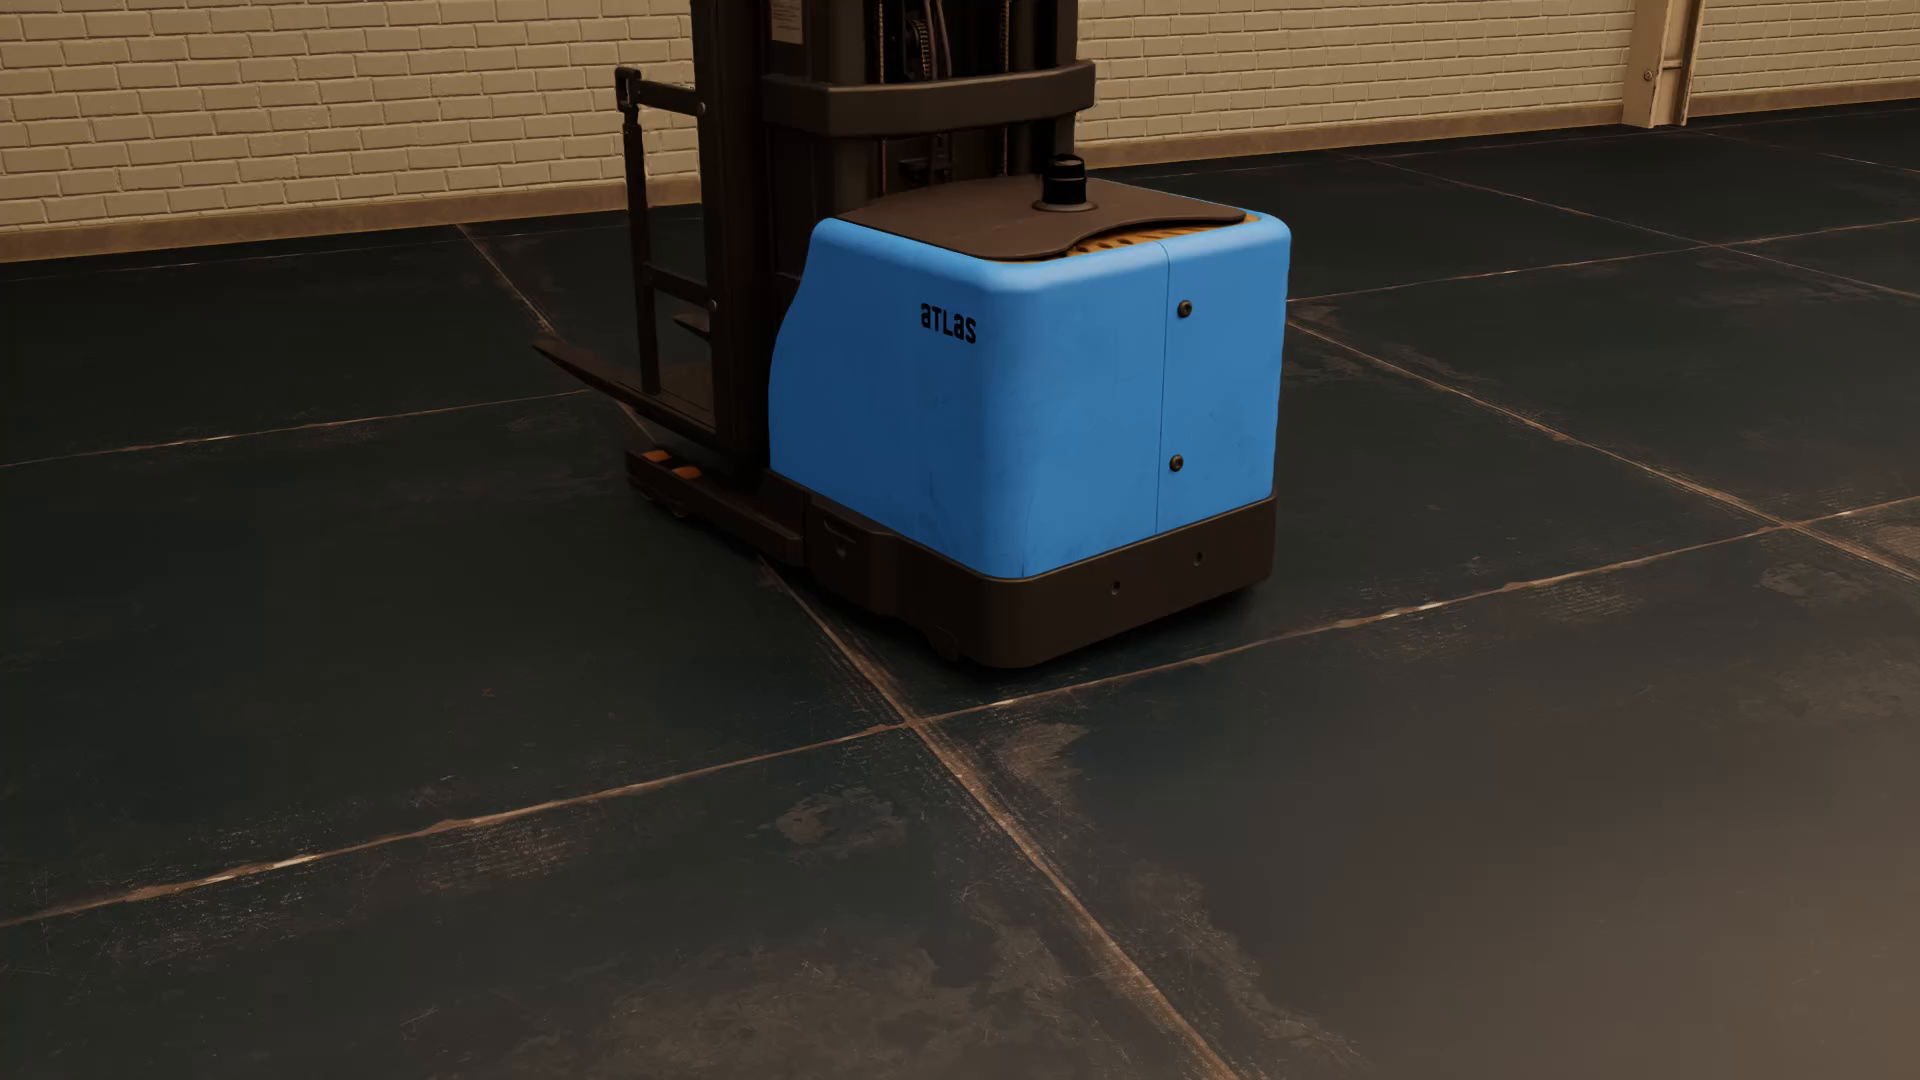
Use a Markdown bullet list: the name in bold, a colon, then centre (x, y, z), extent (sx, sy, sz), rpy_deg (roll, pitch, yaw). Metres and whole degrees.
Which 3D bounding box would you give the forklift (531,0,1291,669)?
- **forklift**: centre (-0.430, -1.528, 4.963), extent (1.130, 2.935, 3.031), rpy_deg (-17, 28, -35)
